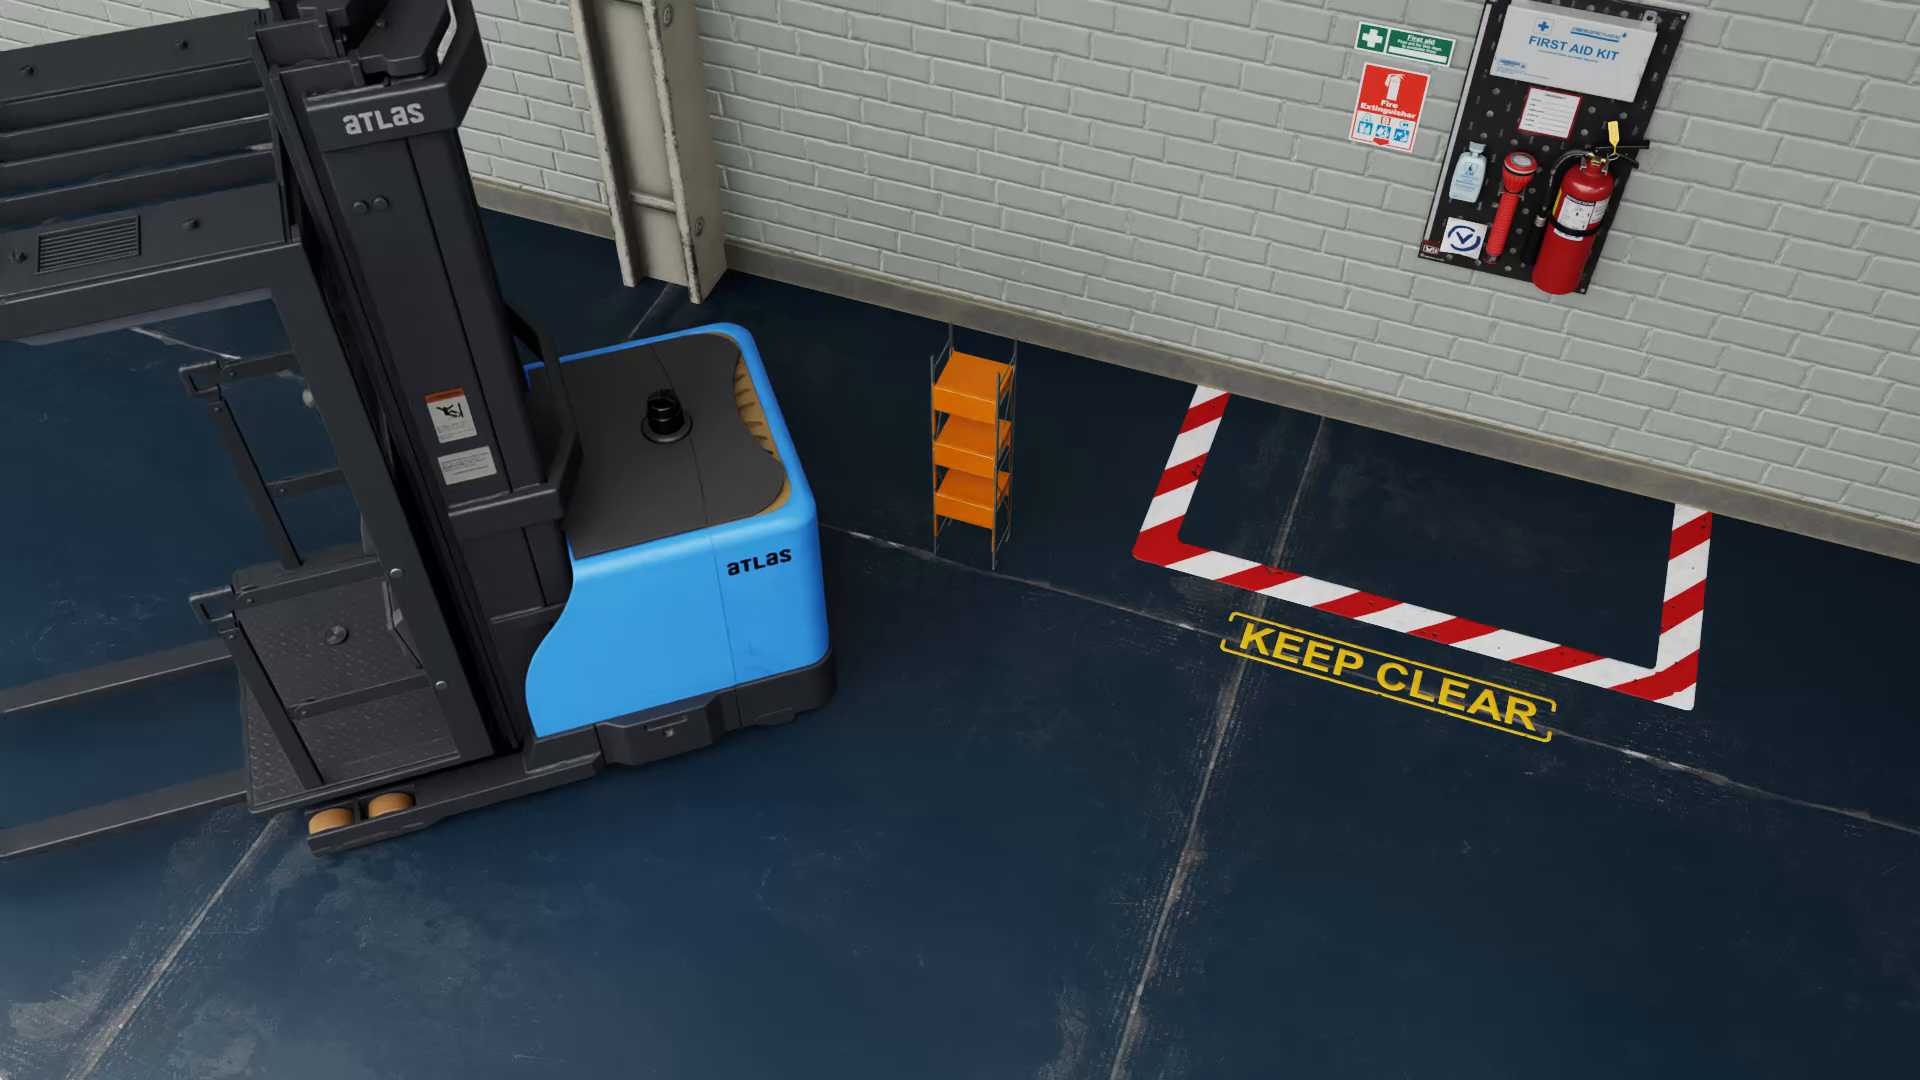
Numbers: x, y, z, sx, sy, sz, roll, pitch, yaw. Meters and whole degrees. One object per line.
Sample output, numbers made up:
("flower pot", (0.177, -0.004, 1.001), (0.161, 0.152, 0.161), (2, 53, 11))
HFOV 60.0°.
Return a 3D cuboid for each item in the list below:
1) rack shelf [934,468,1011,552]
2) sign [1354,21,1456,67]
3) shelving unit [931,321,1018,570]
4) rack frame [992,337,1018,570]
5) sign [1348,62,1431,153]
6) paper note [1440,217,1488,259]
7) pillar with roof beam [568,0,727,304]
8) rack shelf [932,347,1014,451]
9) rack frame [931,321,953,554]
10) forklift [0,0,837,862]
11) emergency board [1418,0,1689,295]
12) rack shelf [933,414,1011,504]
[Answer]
("rack shelf", (0.050, -0.141, 6.426), (0.240, 0.259, 0.215), (16, 51, 13))
("sign", (1.534, -1.711, 5.740), (0.331, 0.109, 0.001), (16, 51, 13))
("shelving unit", (0.050, -0.330, 6.208), (0.252, 1.050, 0.215), (16, 51, 13))
("rack frame", (0.165, -0.298, 6.180), (0.008, 1.050, 0.200), (16, 51, 13))
("sign", (1.533, -1.545, 5.947), (0.234, 0.329, 0.001), (16, 51, 13))
("paper note", (1.873, -1.122, 6.187), (0.142, 0.148, 0.016), (16, 51, 13))
("pillar with roof beam", (-2.800, -1.126, 1.637), (0.400, 9.000, 9.100), (16, 51, 13))
("rack shelf", (0.050, -0.509, 6.001), (0.240, 0.259, 0.215), (16, 51, 13))
("rack frame", (-0.064, -0.362, 6.235), (0.008, 1.050, 0.200), (16, 51, 13))
("forklift", (-2.023, -0.342, 4.974), (3.031, 2.935, 1.130), (-14, 51, -12))
("emergency board", (2.016, -1.315, 5.772), (0.643, 1.169, 0.194), (16, 51, 13))
("rack shelf", (0.050, -0.323, 6.216), (0.240, 0.259, 0.215), (16, 51, 13))
